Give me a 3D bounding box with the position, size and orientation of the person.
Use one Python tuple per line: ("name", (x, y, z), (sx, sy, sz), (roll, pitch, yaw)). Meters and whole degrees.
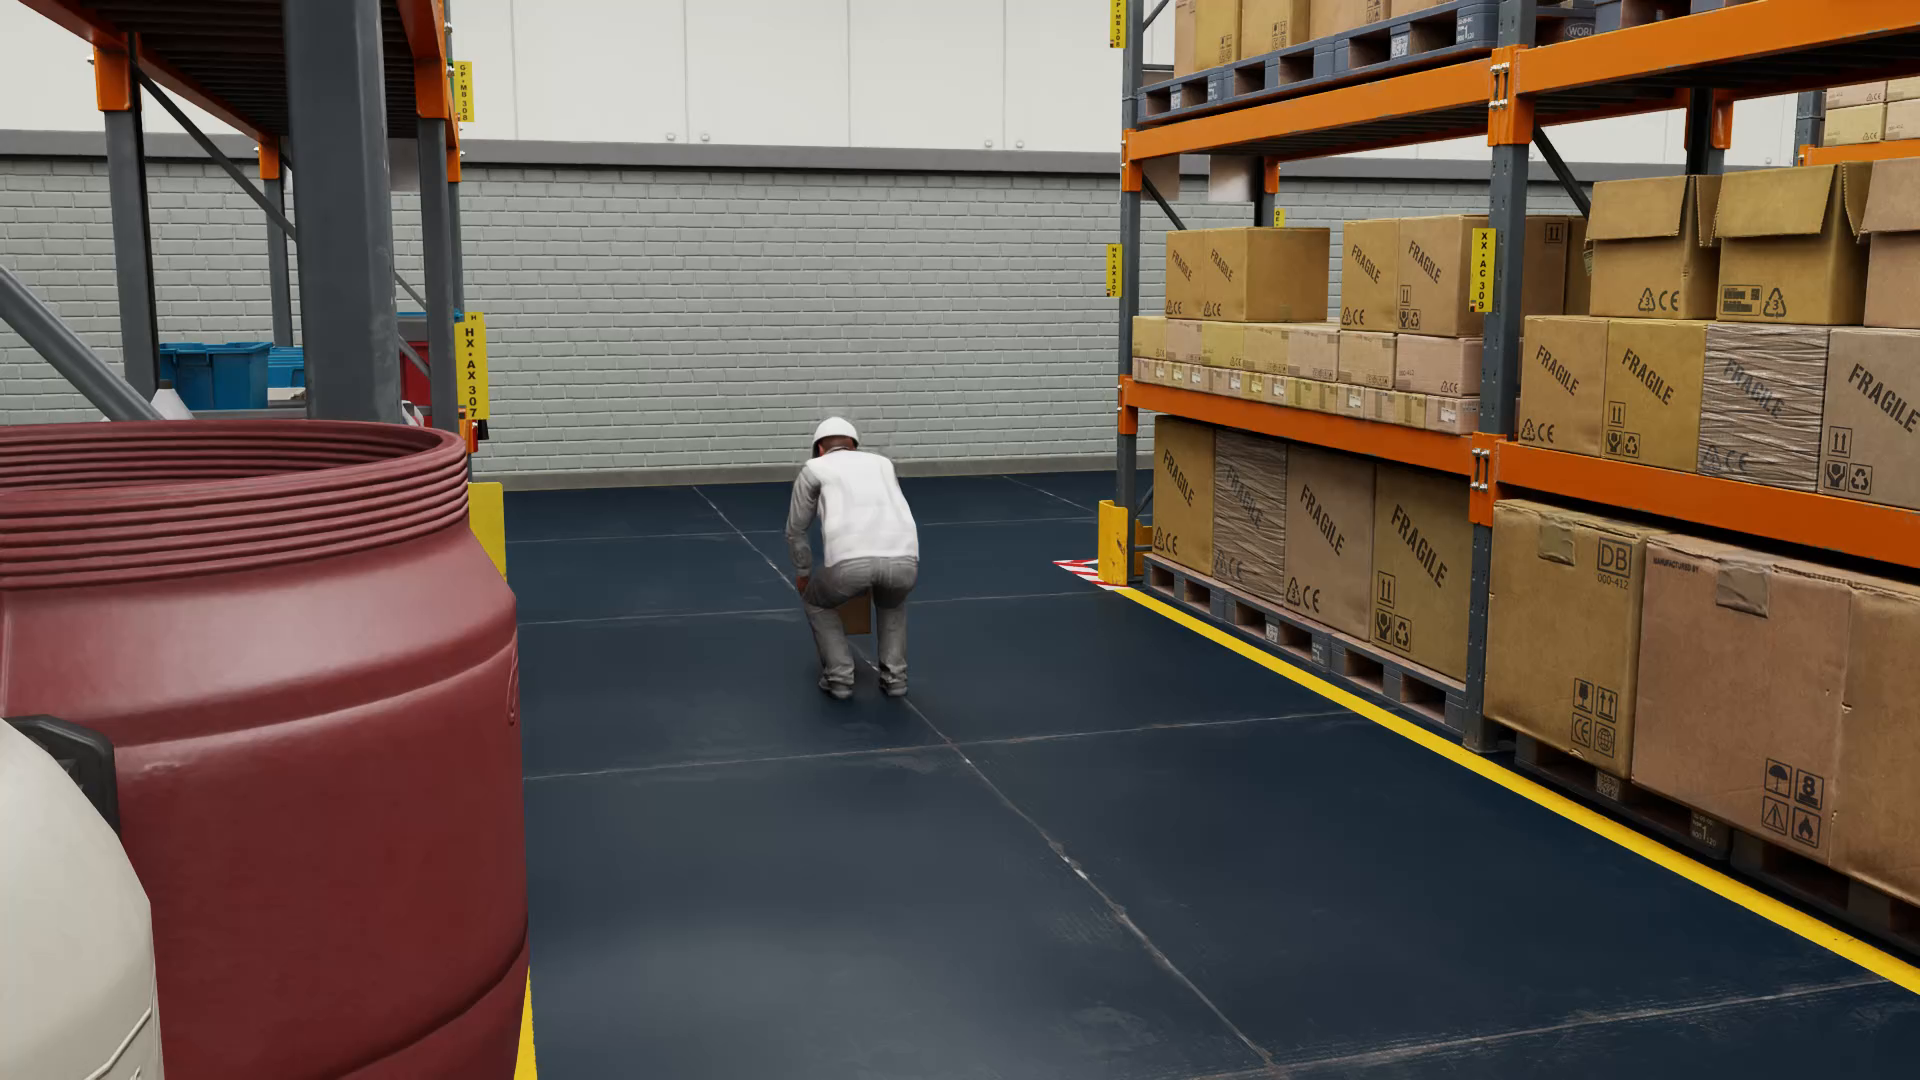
("person", (-0.519, 0.142, 7.887), (0.560, 1.147, 0.861), (-3, 10, -16))
